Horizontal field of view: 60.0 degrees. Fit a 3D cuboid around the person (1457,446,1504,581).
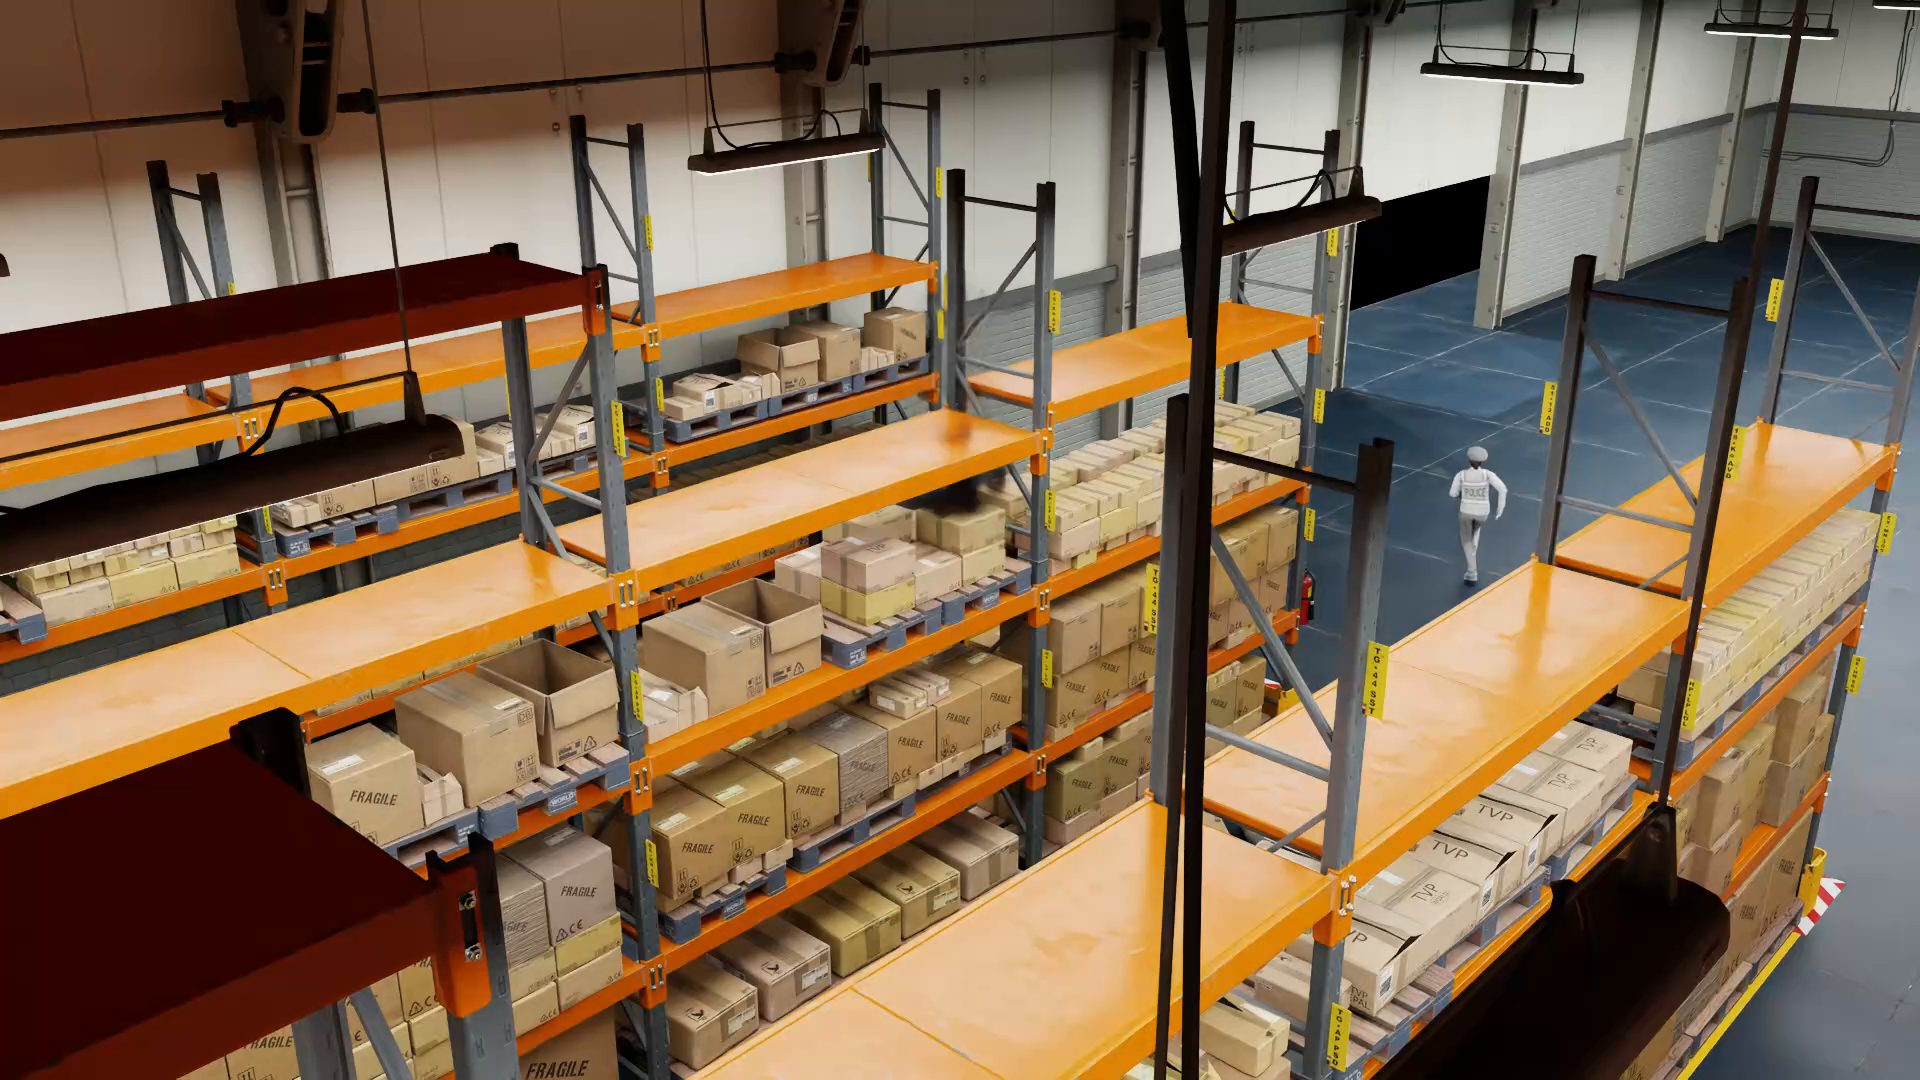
[{"bbox_3d":[6.402,-0.343,20.574,0.549,1.642,0.721,4,22,9],"label":"person"}]
